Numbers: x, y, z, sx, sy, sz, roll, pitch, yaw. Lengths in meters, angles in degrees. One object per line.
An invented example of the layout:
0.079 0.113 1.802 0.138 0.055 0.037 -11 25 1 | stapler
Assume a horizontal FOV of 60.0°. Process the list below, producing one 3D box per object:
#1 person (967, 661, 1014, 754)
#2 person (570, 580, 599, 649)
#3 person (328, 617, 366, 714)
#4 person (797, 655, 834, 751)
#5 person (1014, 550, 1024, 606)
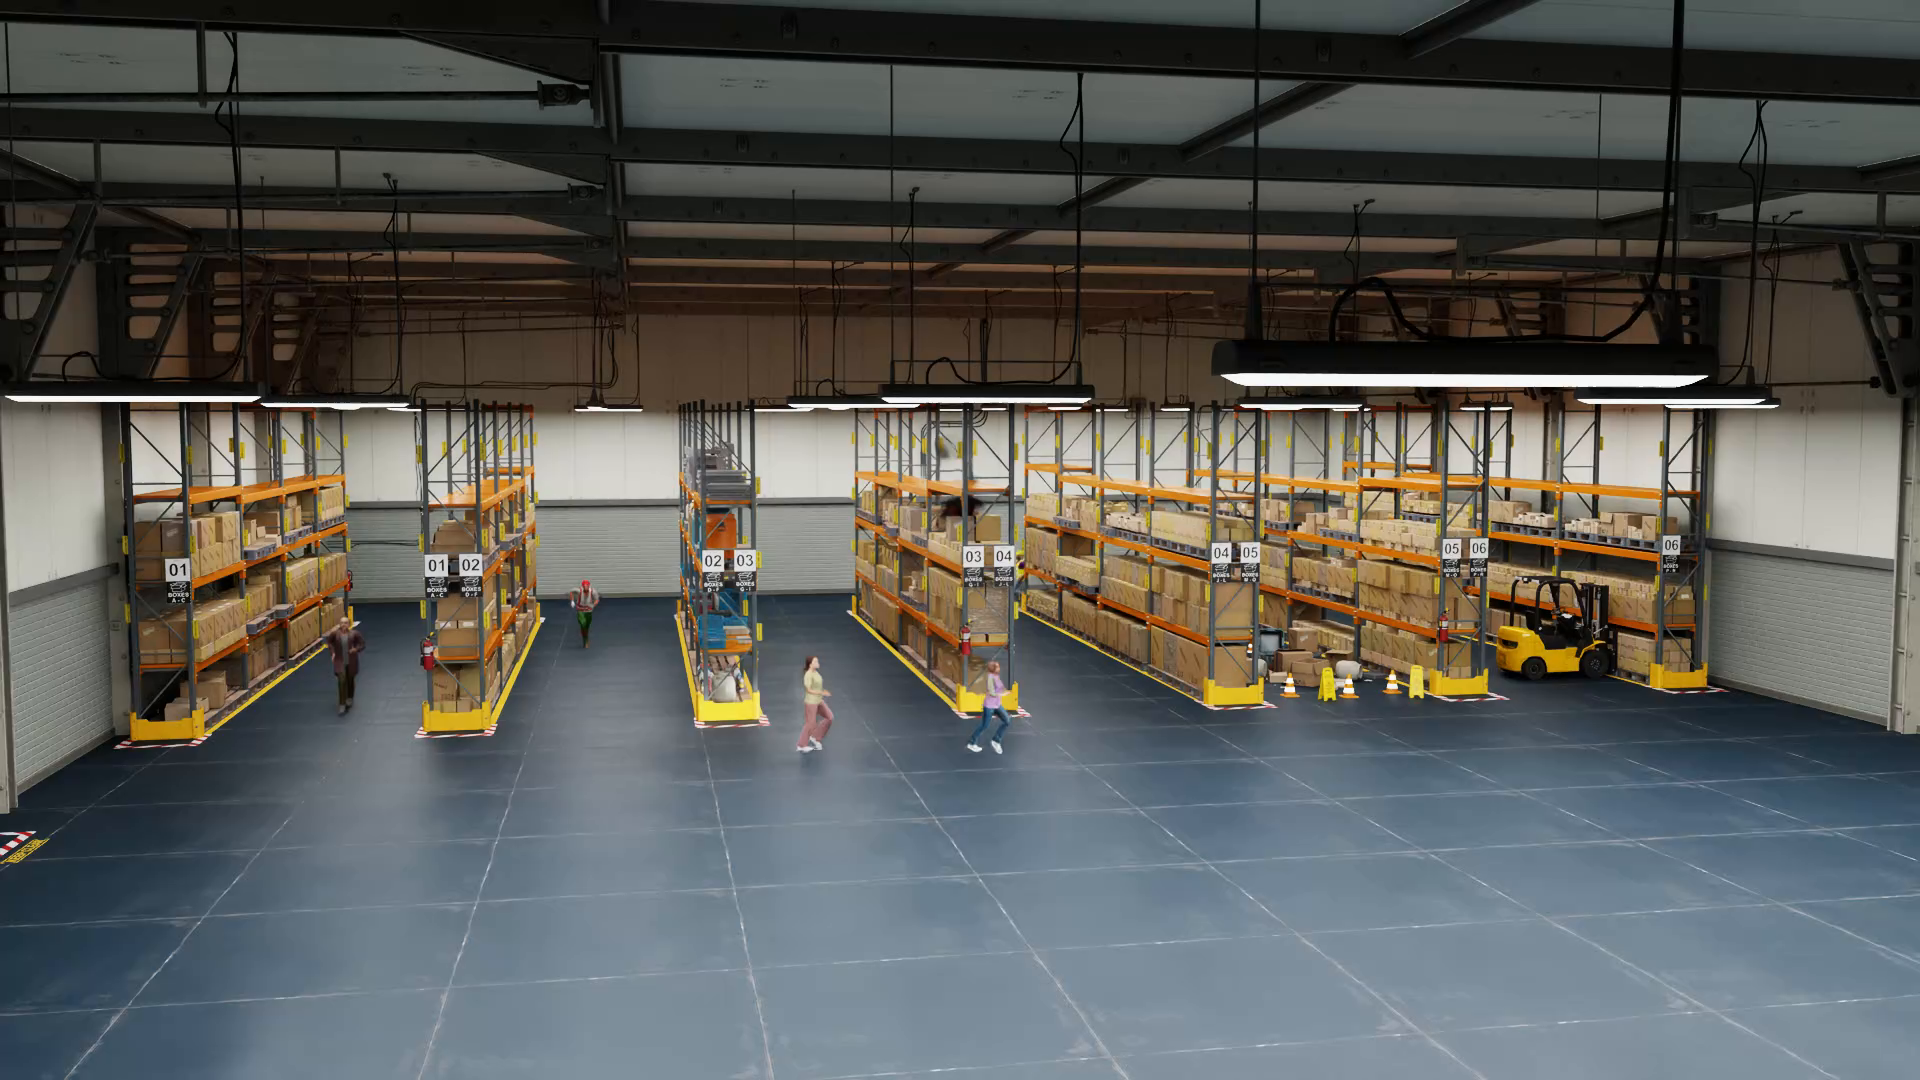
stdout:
0.541 2.809 27.988 0.813 1.590 0.549 2 5 24 | person
-9.264 1.808 41.043 0.706 1.731 1.055 -1 4 -16 | person
-11.835 2.383 32.115 0.695 1.804 0.983 -2 5 -19 | person
-2.456 2.763 28.137 0.643 1.642 0.572 1 5 18 | person
1.747 1.144 49.525 0.529 1.706 0.759 -1 4 -13 | person
